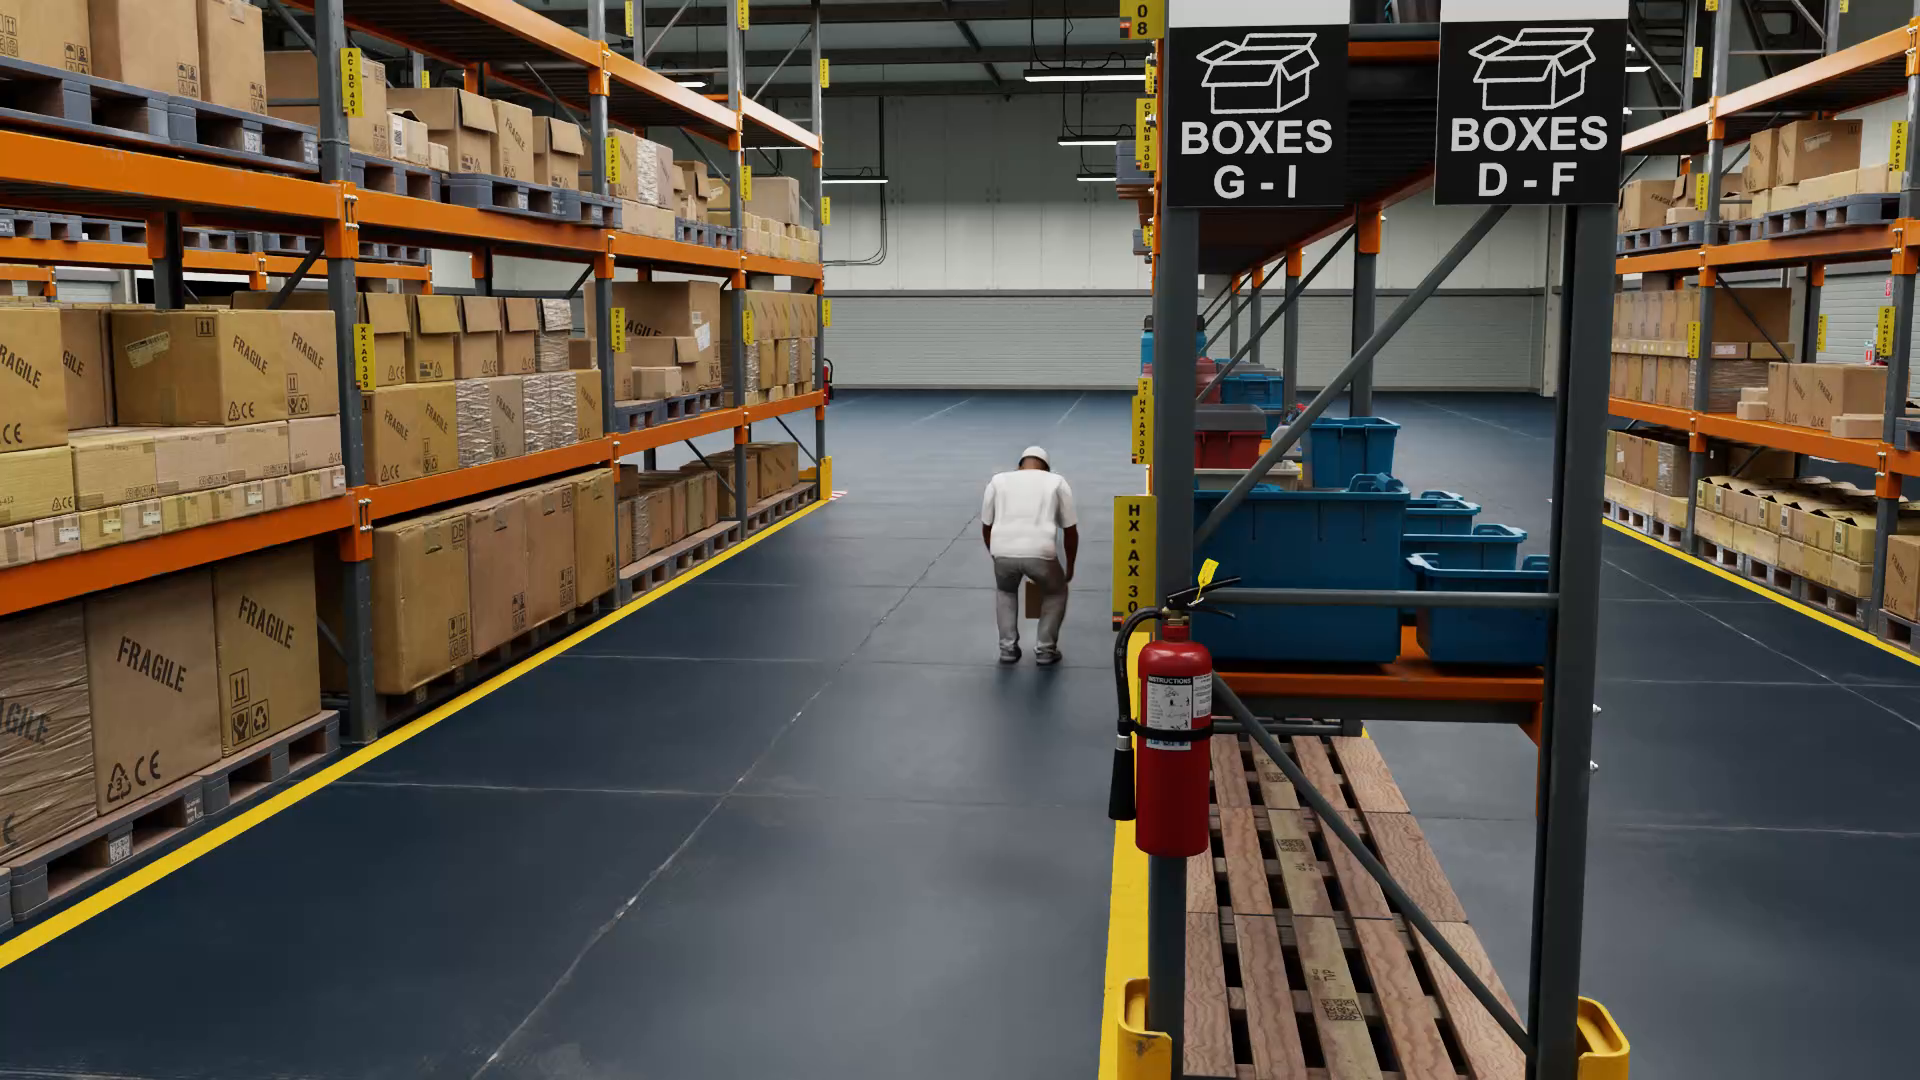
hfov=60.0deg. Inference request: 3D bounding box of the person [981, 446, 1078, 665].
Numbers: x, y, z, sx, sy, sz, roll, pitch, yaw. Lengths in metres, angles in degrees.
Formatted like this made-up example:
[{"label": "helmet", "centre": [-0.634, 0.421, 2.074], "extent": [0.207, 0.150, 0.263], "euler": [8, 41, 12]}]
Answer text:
[{"label": "person", "centre": [0.418, 0.088, 10.640], "extent": [0.631, 1.346, 0.790], "euler": [2, 8, 16]}]
